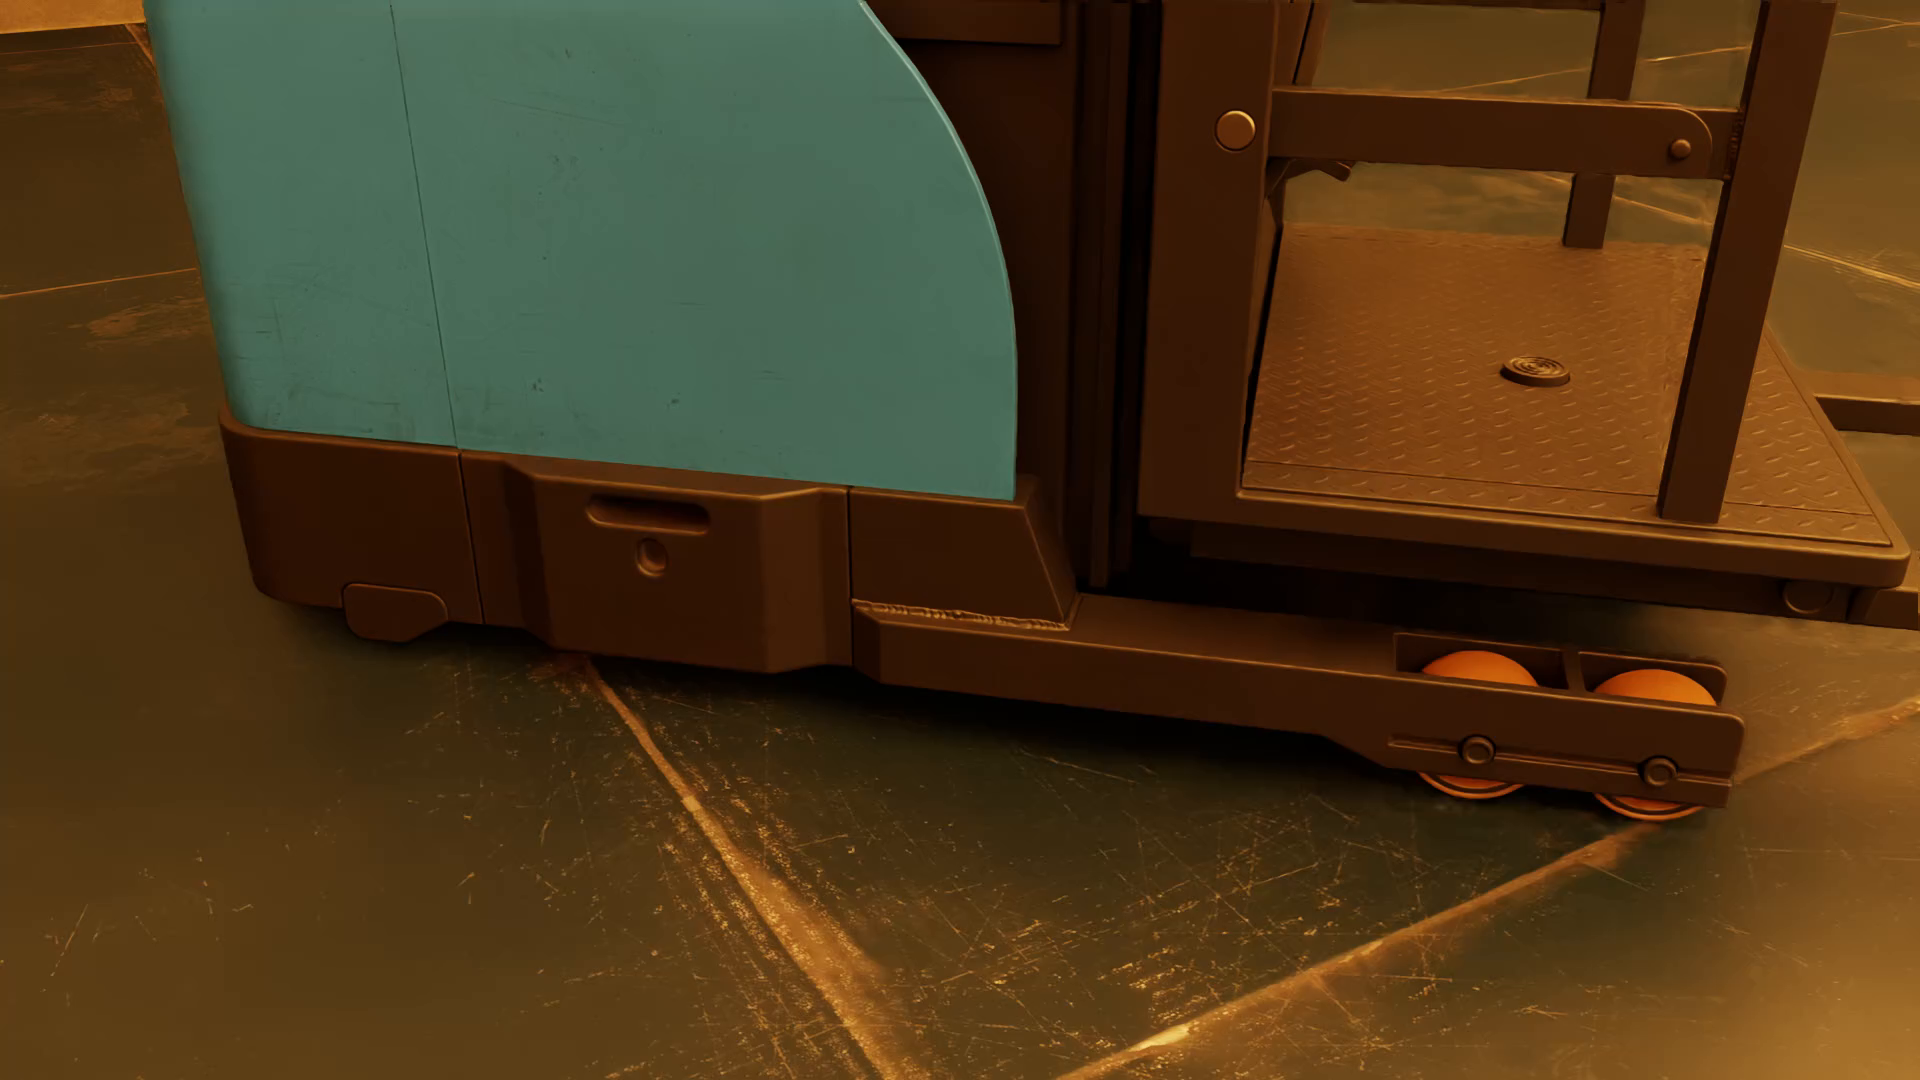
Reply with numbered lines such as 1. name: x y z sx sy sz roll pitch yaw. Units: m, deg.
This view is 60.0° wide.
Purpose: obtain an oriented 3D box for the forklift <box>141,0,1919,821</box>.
1. forklift: 0.613 -1.255 1.734 3.031 2.935 1.130 6 27 11
